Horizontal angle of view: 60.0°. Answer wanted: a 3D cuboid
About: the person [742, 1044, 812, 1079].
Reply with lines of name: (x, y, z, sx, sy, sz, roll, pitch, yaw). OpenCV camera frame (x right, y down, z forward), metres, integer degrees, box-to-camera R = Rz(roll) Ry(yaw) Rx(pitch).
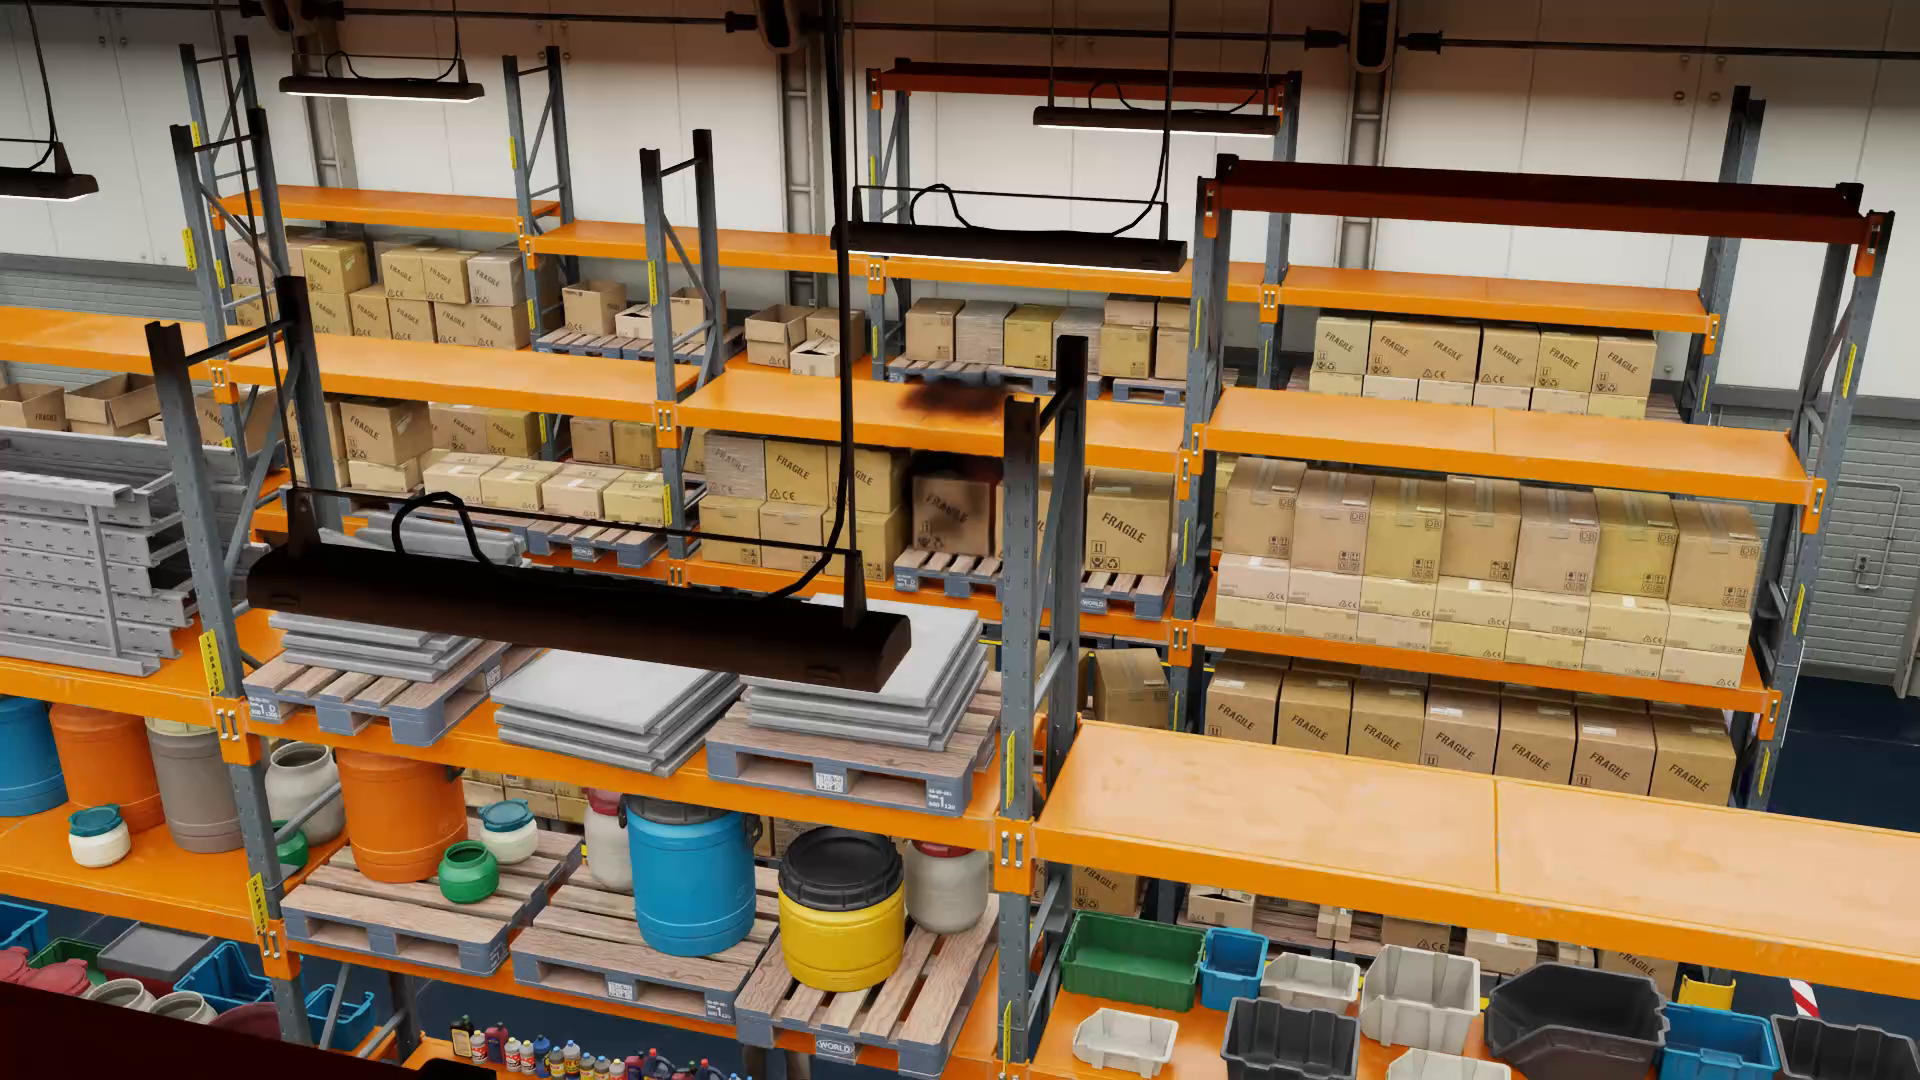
person: (-1.277, 3.057, 11.109, 0.558, 1.716, 0.572, -5, 23, -12)

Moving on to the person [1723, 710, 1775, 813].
person: (6.592, 1.870, 14.152, 0.940, 1.596, 0.537, 0, 23, 0)
